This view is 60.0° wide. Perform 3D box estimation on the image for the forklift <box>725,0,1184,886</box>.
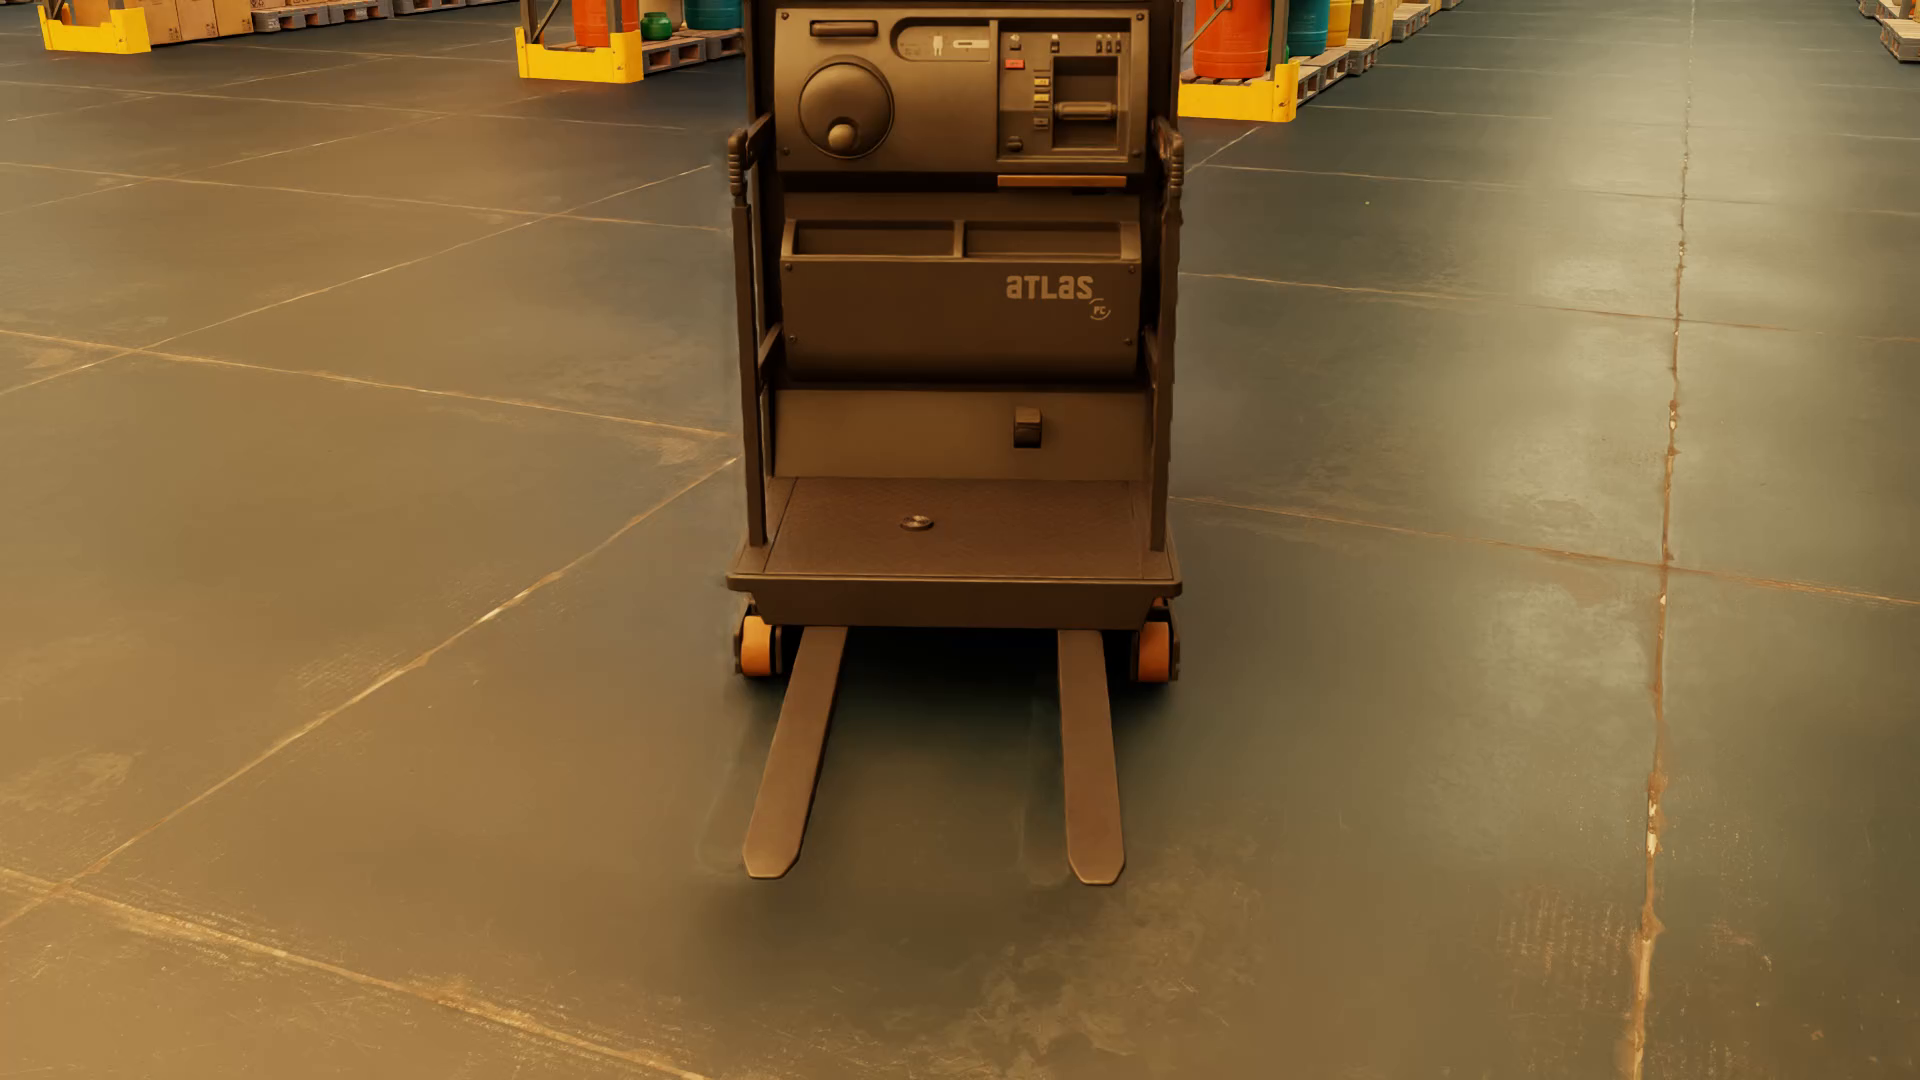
[{"bbox_3d":[-0.002,-1.110,3.948,1.130,2.935,3.031,1,23,2],"label":"forklift"}]
